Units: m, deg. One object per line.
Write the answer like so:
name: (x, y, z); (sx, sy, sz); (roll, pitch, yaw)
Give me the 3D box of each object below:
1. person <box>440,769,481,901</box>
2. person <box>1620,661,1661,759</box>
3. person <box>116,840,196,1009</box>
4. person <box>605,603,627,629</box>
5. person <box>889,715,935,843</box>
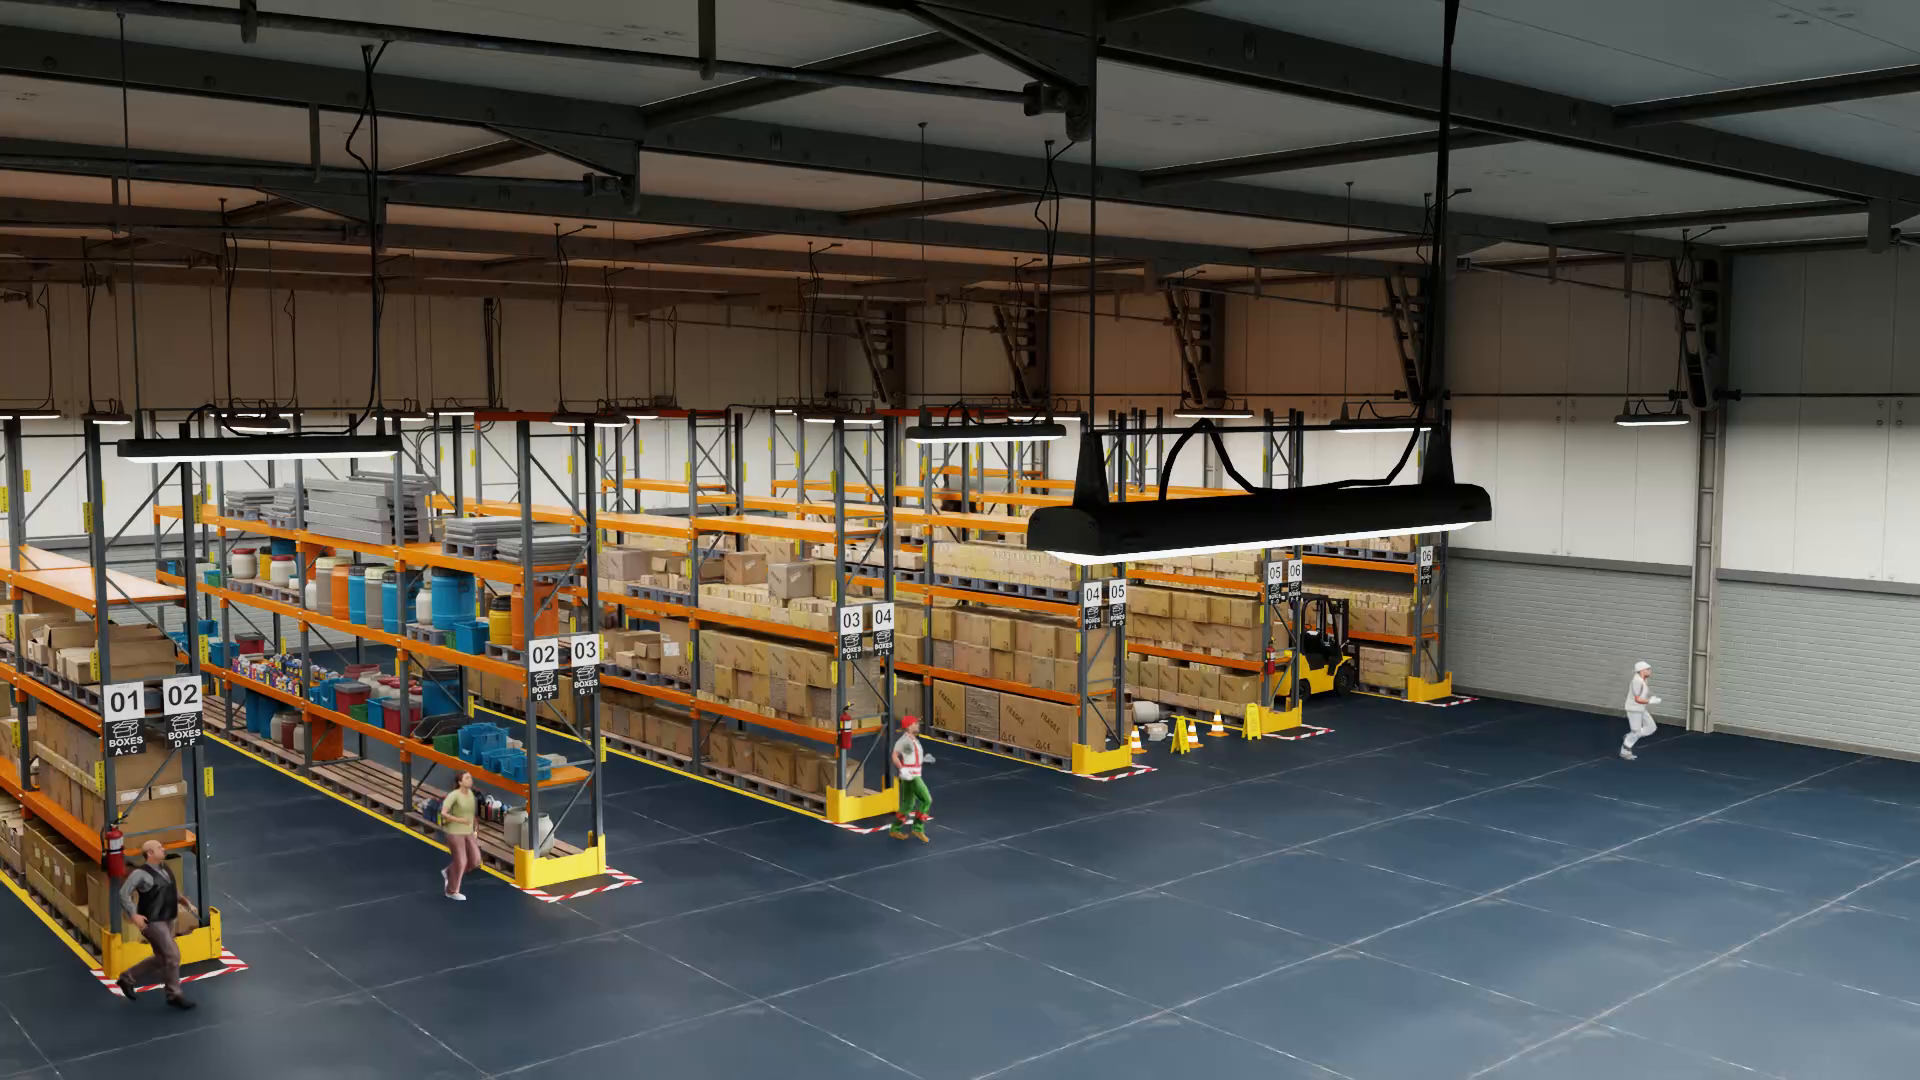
person: (-6.264, 3.702, 20.944); (0.579, 1.601, 0.601); (3, 6, 29)
person: (11.748, 2.943, 28.673); (0.657, 1.728, 0.707); (3, 6, 32)
person: (-8.321, 3.969, 17.268); (0.839, 1.705, 0.691); (0, 5, 0)
person: (-7.558, 2.201, 36.887); (0.673, 1.742, 0.815); (-4, 7, -41)
person: (-0.680, 3.375, 23.585); (0.659, 1.797, 0.643); (0, 5, 1)
